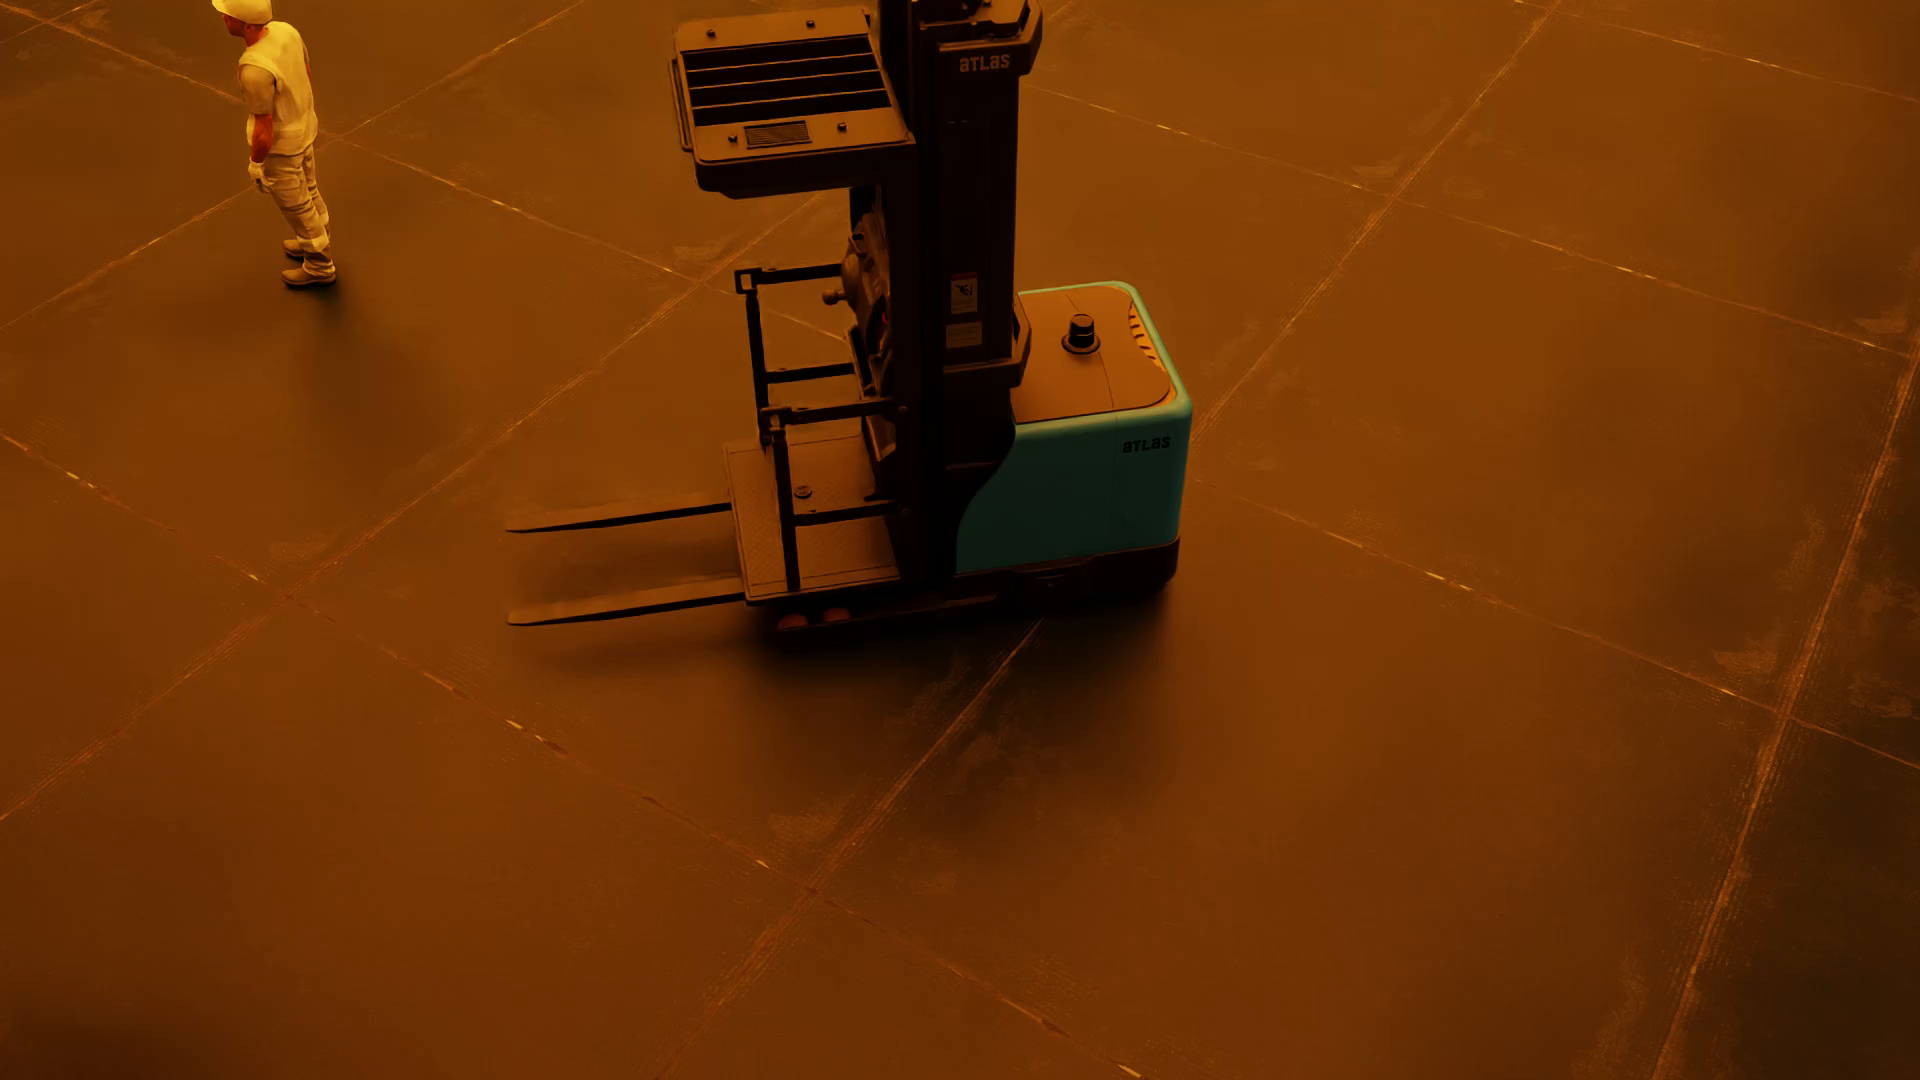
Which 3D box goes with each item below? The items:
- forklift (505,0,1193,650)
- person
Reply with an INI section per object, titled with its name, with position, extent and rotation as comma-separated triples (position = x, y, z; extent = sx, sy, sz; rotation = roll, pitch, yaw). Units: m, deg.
[forklift]
position = -0.565, -0.970, 6.871
extent = 3.031, 2.935, 1.130
rotation = -8, 44, -8
[person]
position = -3.709, -2.155, 8.941
extent = 0.564, 1.787, 0.638
rotation = 4, 44, 4
